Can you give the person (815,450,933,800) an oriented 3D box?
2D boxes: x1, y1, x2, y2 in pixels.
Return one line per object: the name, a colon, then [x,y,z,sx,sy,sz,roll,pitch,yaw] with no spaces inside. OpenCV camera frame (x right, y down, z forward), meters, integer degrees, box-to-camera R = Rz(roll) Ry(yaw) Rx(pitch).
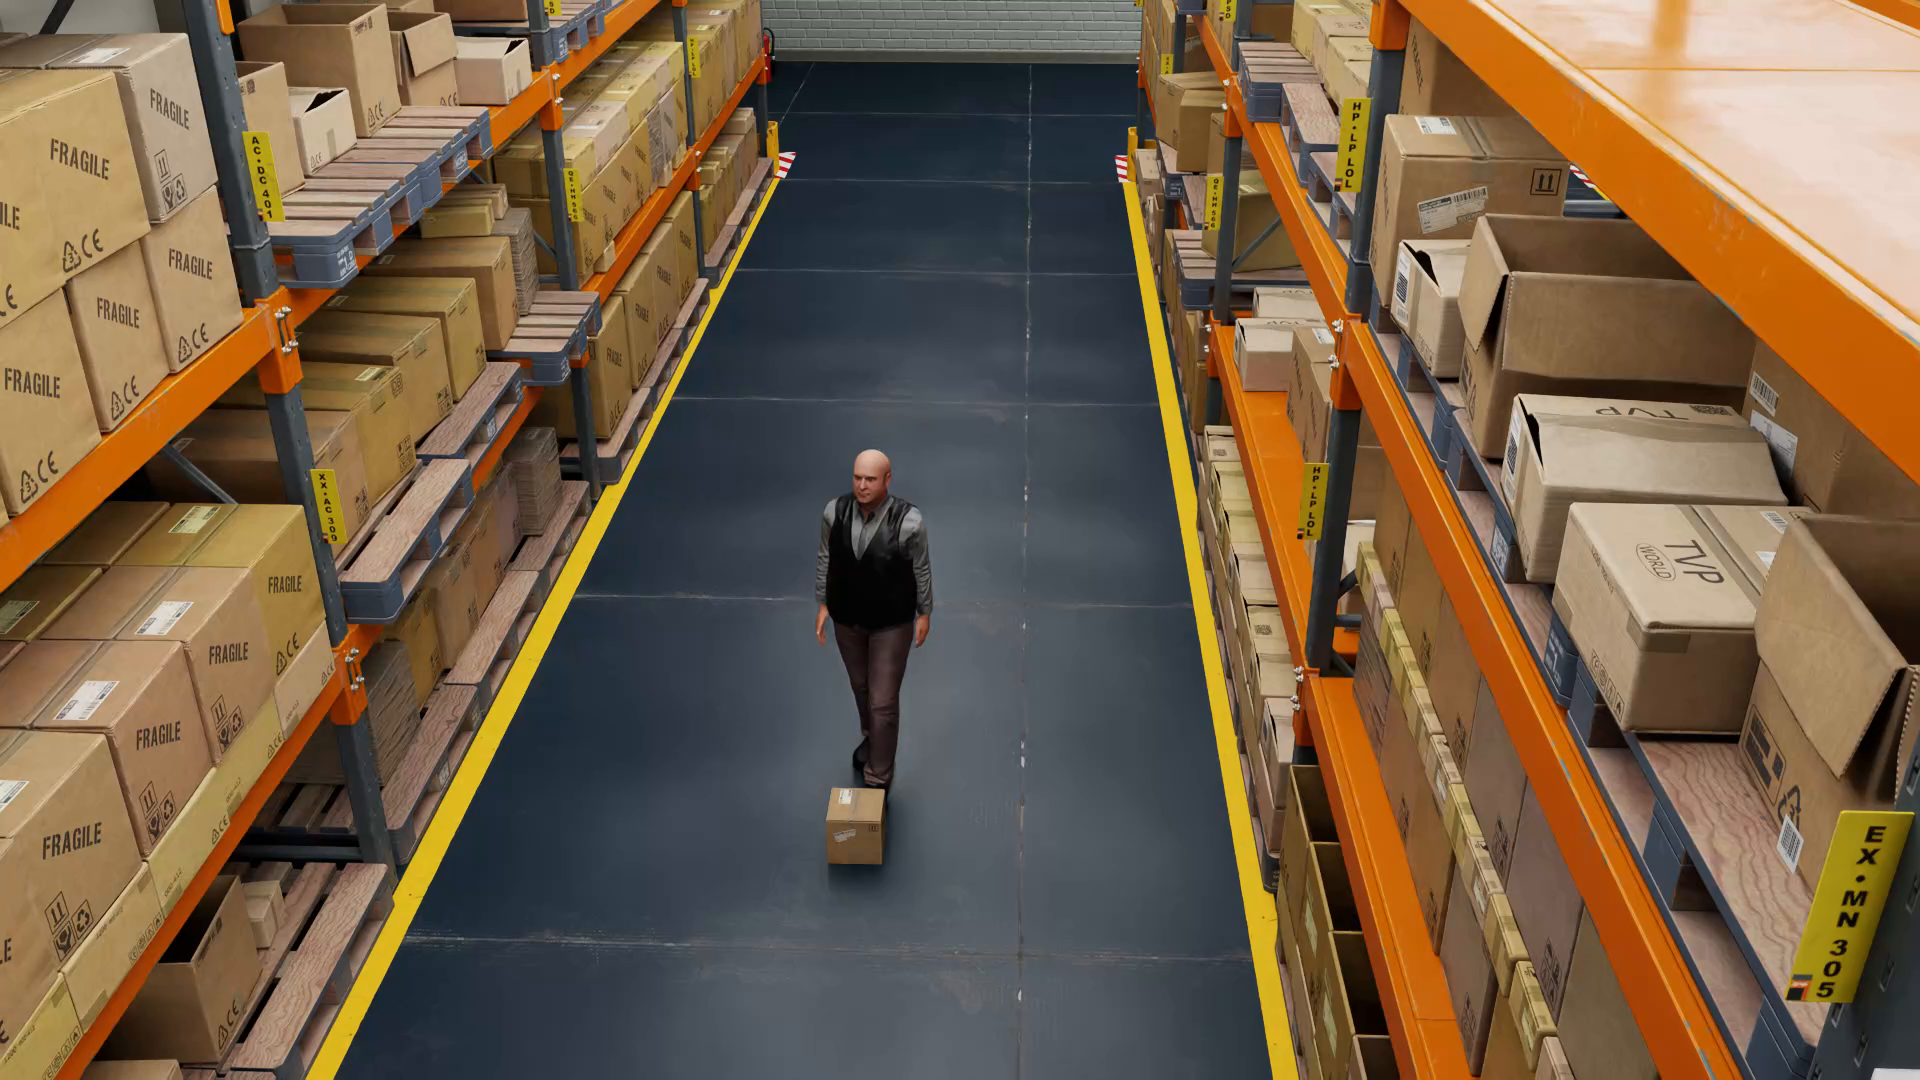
person: [-0.464,0.420,7.829,0.553,1.708,0.749,10,30,19]
